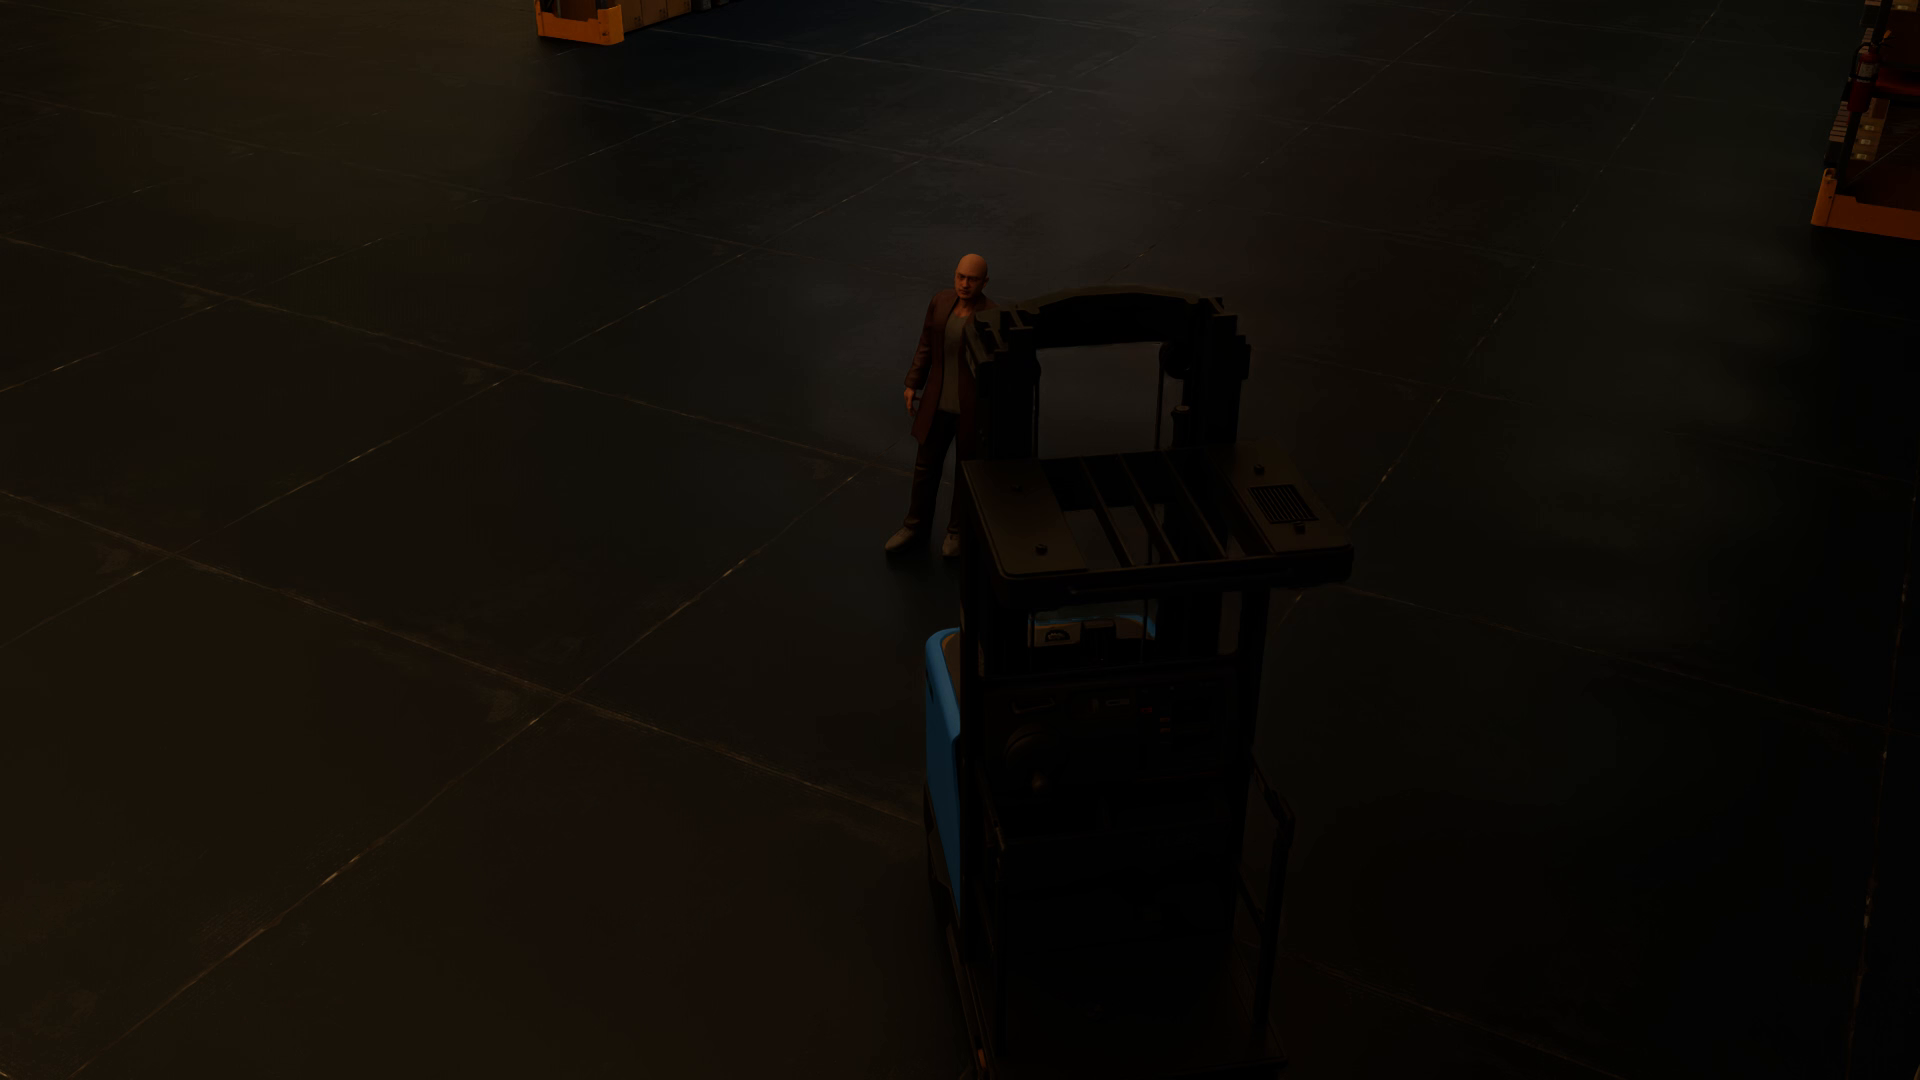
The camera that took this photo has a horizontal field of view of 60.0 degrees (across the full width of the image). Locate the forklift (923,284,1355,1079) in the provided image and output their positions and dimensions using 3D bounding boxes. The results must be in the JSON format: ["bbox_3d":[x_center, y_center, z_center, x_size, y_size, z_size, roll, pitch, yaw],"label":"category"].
[{"bbox_3d":[0.584,0.734,5.798,1.130,2.935,3.031,-5,30,-8],"label":"forklift"}]

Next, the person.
[{"bbox_3d":[-0.048,-0.737,9.486,0.698,1.778,0.579,15,33,25],"label":"person"}]
